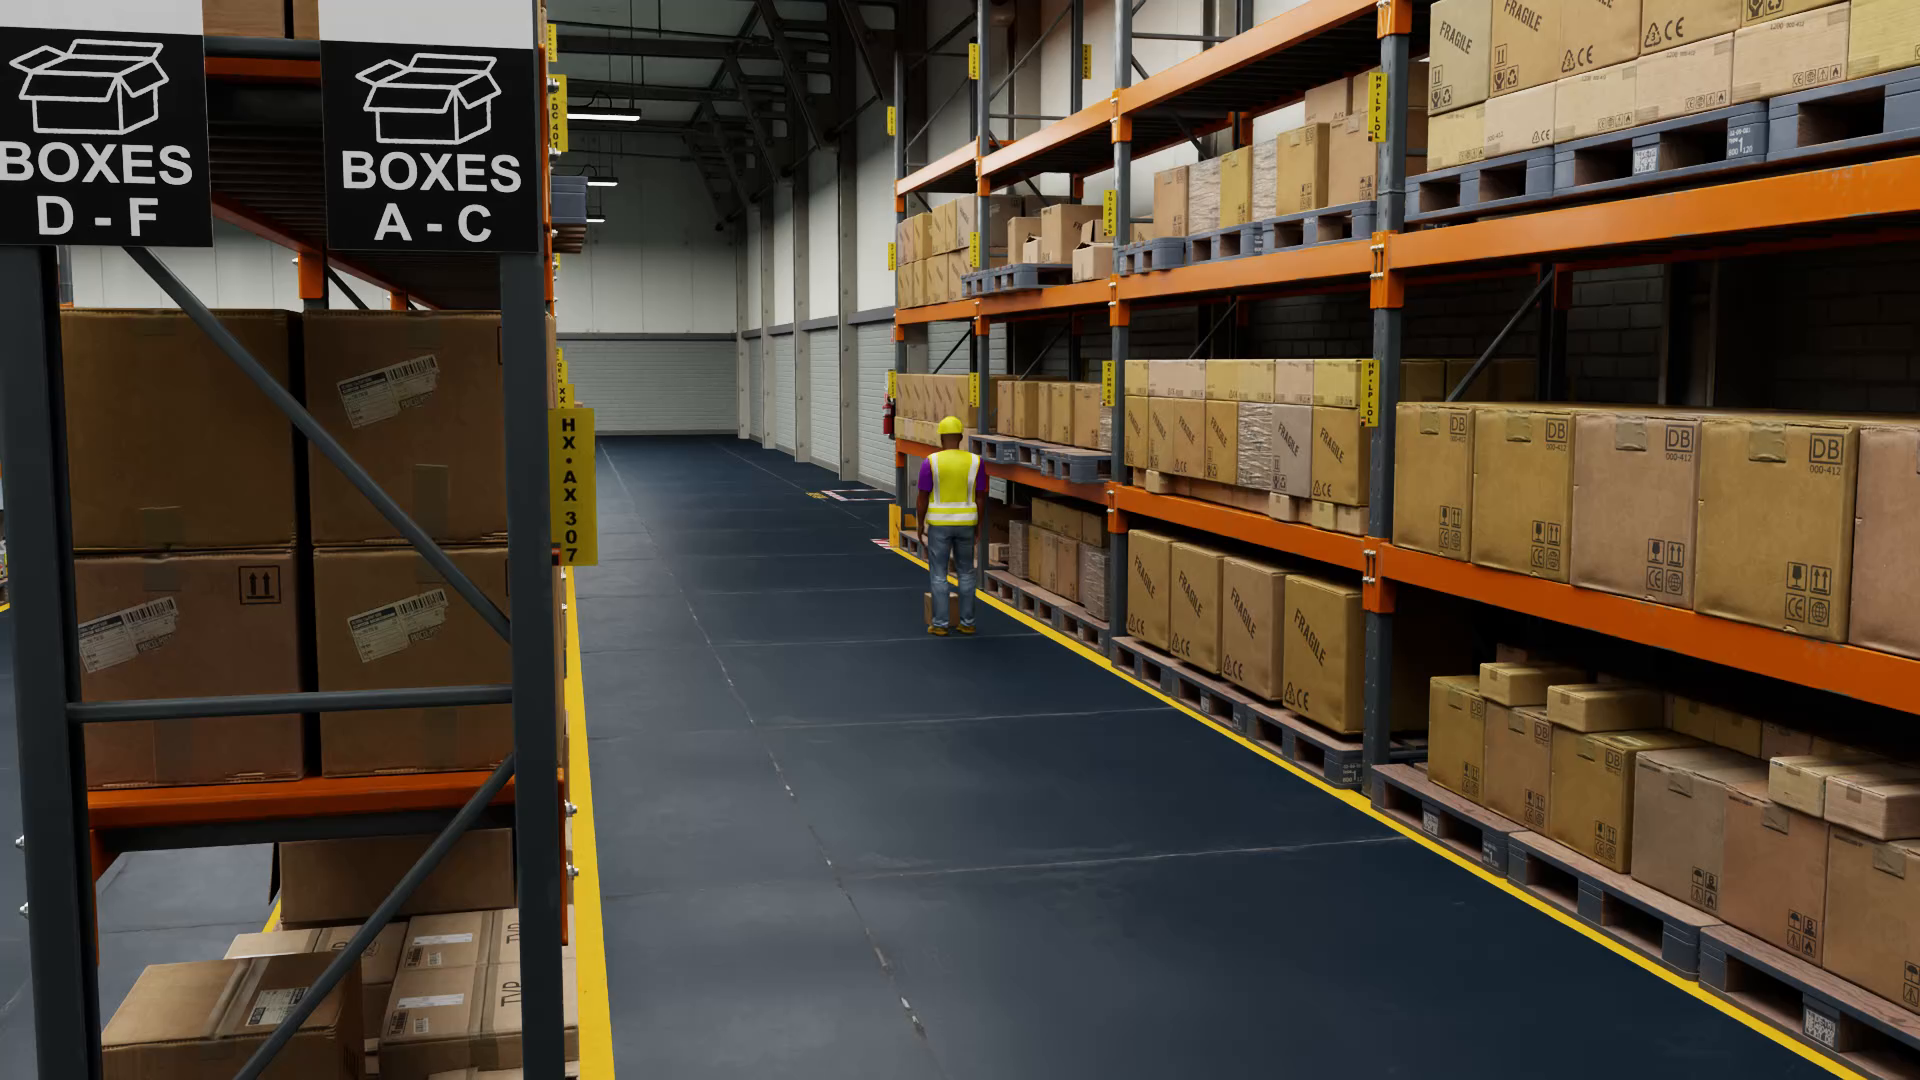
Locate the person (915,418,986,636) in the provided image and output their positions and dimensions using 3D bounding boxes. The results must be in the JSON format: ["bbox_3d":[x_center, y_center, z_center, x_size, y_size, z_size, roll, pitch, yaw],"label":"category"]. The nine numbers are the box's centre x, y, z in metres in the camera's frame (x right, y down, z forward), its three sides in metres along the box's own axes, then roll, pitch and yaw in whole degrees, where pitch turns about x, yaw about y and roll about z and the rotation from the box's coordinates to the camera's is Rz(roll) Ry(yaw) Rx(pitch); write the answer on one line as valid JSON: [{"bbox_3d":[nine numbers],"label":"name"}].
[{"bbox_3d":[-0.083,-0.112,13.465,0.573,1.752,0.384,-1,6,-13],"label":"person"}]
